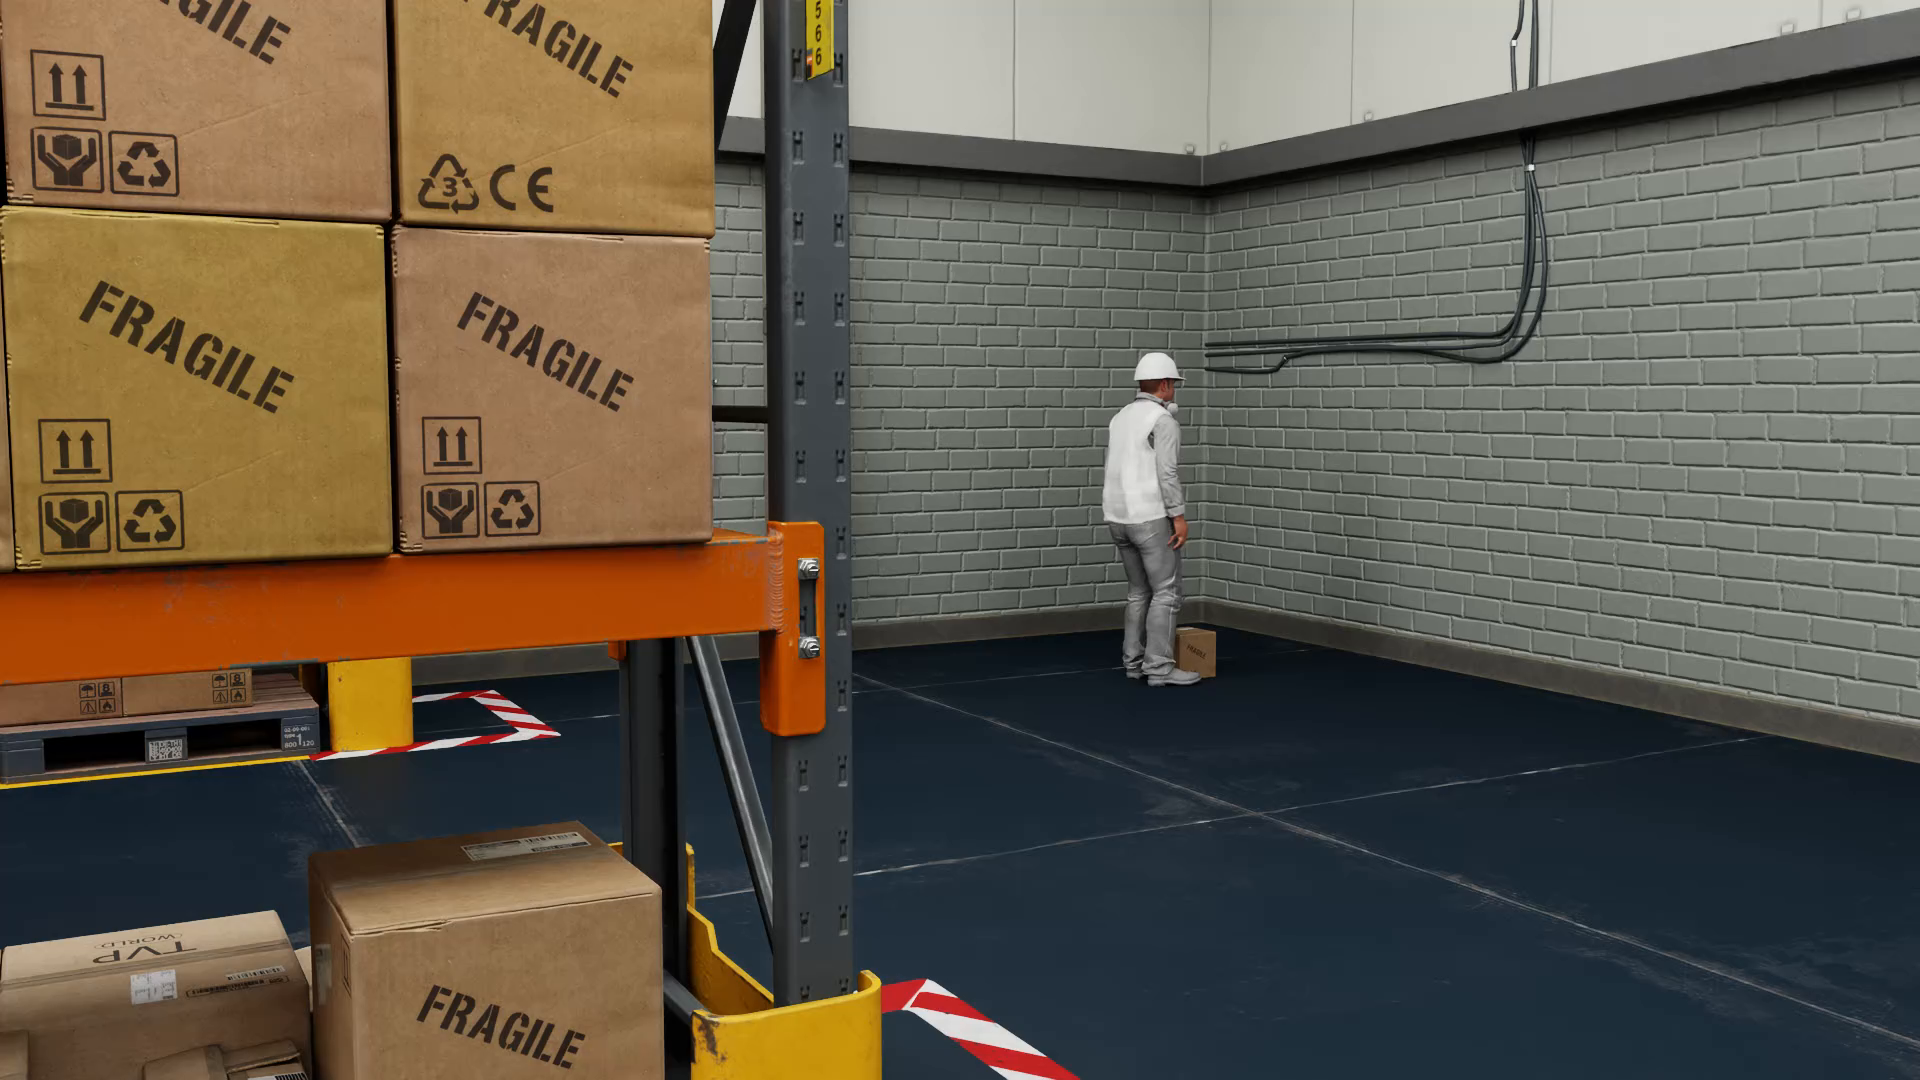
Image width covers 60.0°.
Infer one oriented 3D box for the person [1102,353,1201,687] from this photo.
[{"bbox_3d":[1.016,-0.121,8.977,0.464,1.771,0.580,-3,6,-28],"label":"person"}]
